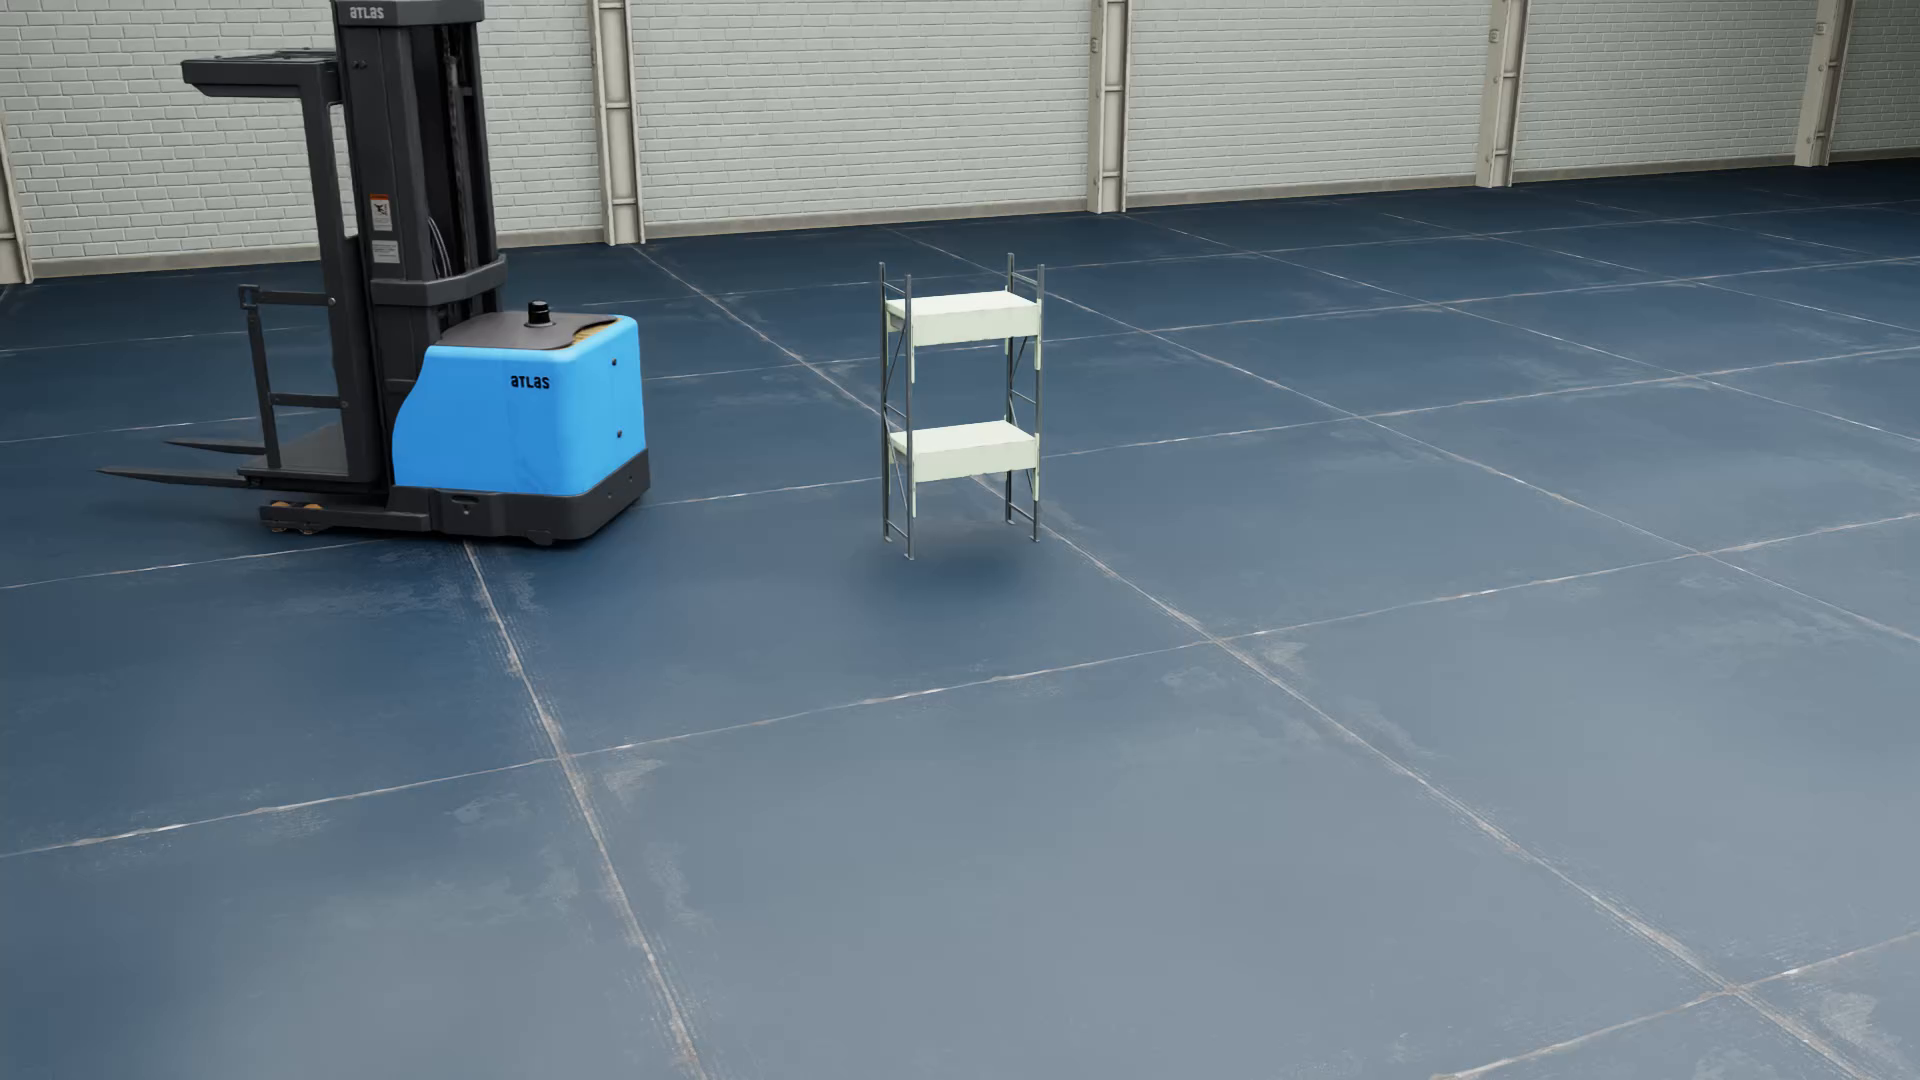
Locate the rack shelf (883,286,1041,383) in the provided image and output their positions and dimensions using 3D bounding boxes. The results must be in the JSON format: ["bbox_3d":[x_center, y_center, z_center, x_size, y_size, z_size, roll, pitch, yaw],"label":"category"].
[{"bbox_3d":[0.006,-1.076,8.646,0.720,0.370,0.431,-8,21,-22],"label":"rack shelf"}]

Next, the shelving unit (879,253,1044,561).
[{"bbox_3d":[0.006,-0.708,8.775,0.755,1.500,0.431,-8,21,-22],"label":"shelving unit"}]

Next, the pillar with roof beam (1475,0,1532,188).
[{"bbox_3d":[9.023,-7.799,17.622,0.400,9.000,9.100,-8,21,-22],"label":"pillar with roof beam"}]

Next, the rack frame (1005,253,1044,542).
[{"bbox_3d":[0.342,-0.756,8.912,0.023,1.500,0.400,-8,21,-22],"label":"rack frame"}]

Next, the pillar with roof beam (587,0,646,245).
[{"bbox_3d":[-1.996,-6.220,13.139,0.400,9.000,9.100,-8,21,-22],"label":"pillar with roof beam"}]

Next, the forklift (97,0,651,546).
[{"bbox_3d":[-3.371,-1.578,9.091,3.031,2.935,1.130,4,20,11],"label":"forklift"}]

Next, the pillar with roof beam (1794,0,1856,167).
[{"bbox_3d":[14.532,-8.588,19.864,0.400,9.000,9.100,-8,21,-22],"label":"pillar with roof beam"}]

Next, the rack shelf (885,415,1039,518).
[{"bbox_3d":[0.006,-0.401,8.884,0.720,0.370,0.431,-8,21,-22],"label":"rack shelf"}]

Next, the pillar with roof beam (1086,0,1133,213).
[{"bbox_3d":[3.513,-7.010,15.381,0.400,9.000,9.100,-8,21,-22],"label":"pillar with roof beam"}]

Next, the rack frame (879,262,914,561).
[{"bbox_3d":[-0.330,-0.660,8.639,0.023,1.500,0.400,-8,21,-22],"label":"rack frame"}]

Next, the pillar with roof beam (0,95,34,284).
[{"bbox_3d":[-7.505,-5.431,10.897,0.400,9.000,9.100,-8,21,-22],"label":"pillar with roof beam"}]
